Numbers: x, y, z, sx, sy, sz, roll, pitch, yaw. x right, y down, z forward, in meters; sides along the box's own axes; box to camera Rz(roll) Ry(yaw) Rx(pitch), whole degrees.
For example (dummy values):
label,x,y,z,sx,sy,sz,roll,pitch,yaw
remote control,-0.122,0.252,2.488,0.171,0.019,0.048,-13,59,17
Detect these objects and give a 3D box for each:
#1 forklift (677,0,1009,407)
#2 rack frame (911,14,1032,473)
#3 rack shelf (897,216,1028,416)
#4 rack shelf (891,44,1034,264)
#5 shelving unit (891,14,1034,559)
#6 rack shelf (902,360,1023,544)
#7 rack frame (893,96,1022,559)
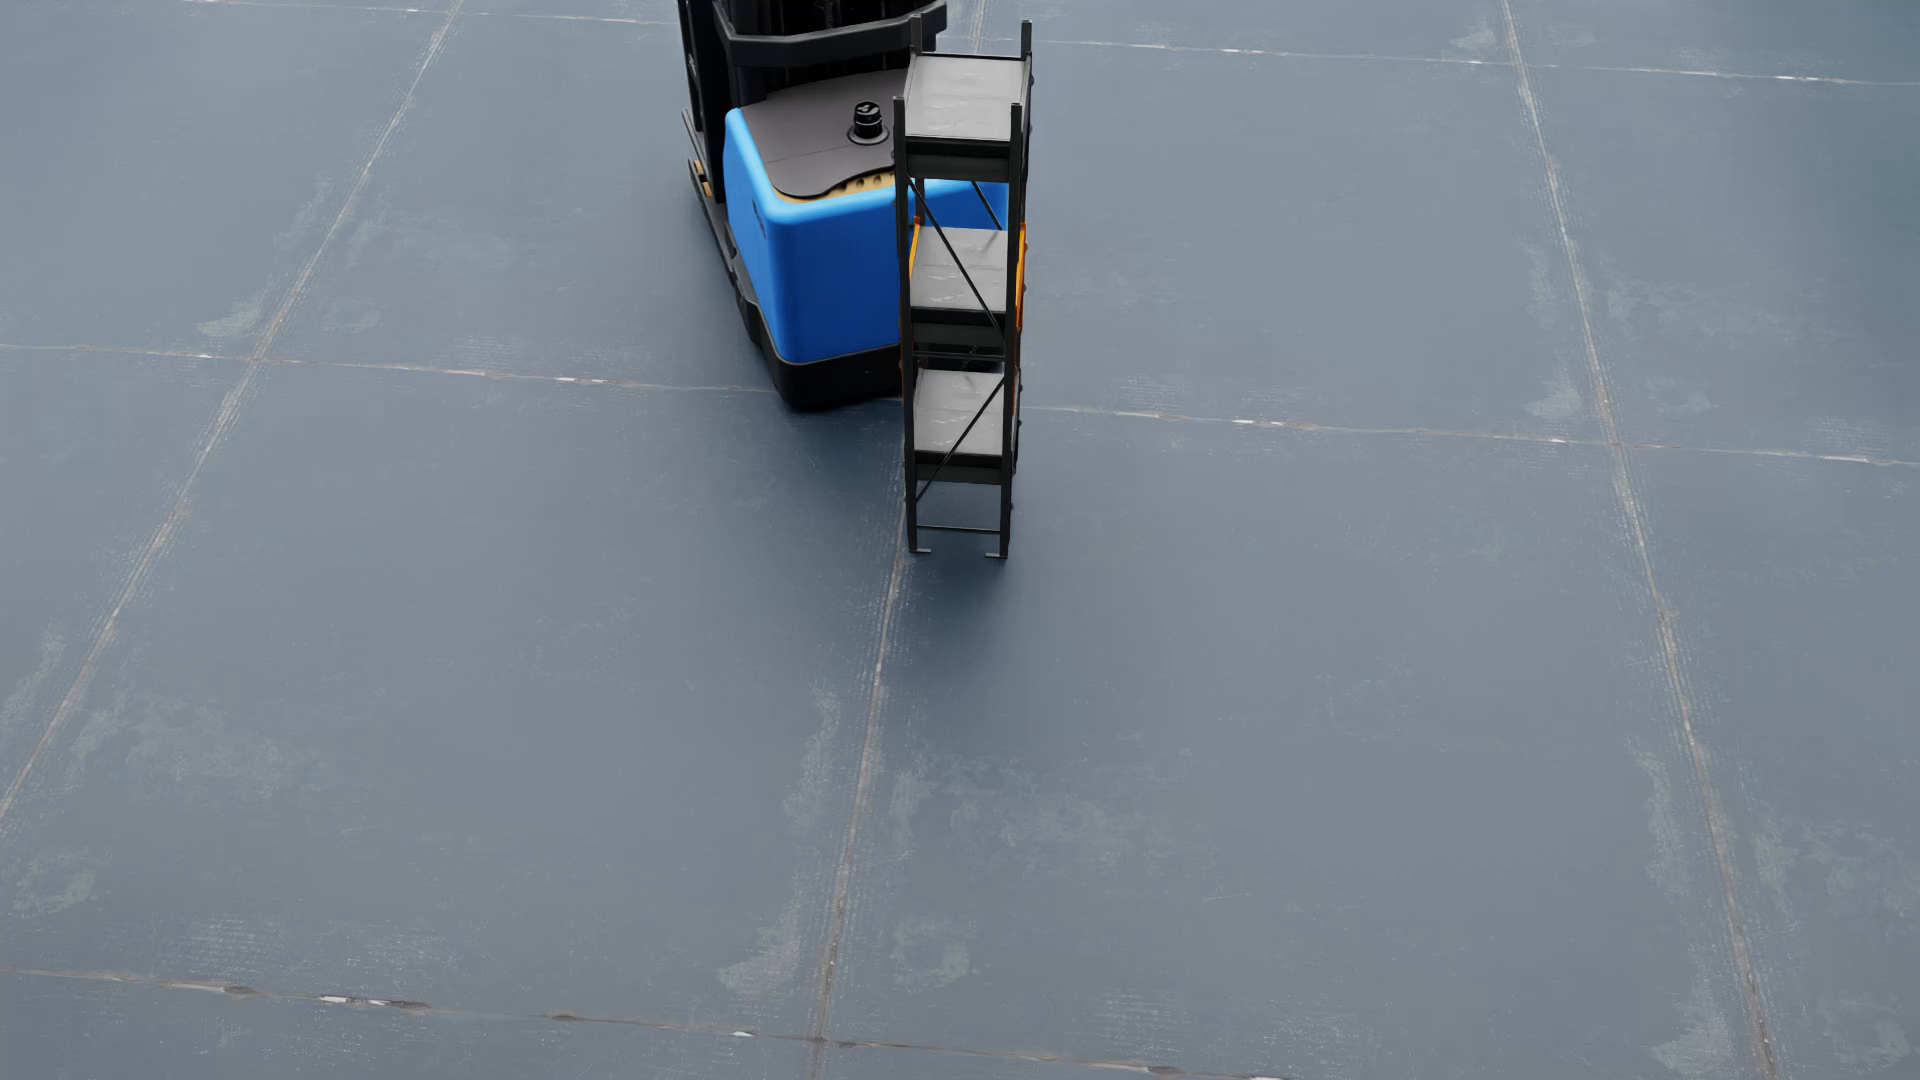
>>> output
label,x,y,z,sx,sy,sz,roll,pitch,yaw
forklift,-0.718,-2.677,7.212,1.130,2.935,3.031,-14,49,-12
rack frame,0.037,-1.010,6.250,0.400,2.100,0.015,4,48,4
rack shelf,0.015,-0.821,6.097,0.431,0.518,0.480,4,48,4
rack shelf,0.015,-1.294,5.580,0.431,0.518,0.480,4,48,4
shelving unit,0.015,-0.830,6.086,0.431,2.100,0.503,4,48,4
rack shelf,0.015,-0.349,6.613,0.431,0.518,0.480,4,48,4
rack frame,-0.007,-0.651,5.922,0.400,2.100,0.015,4,48,4
